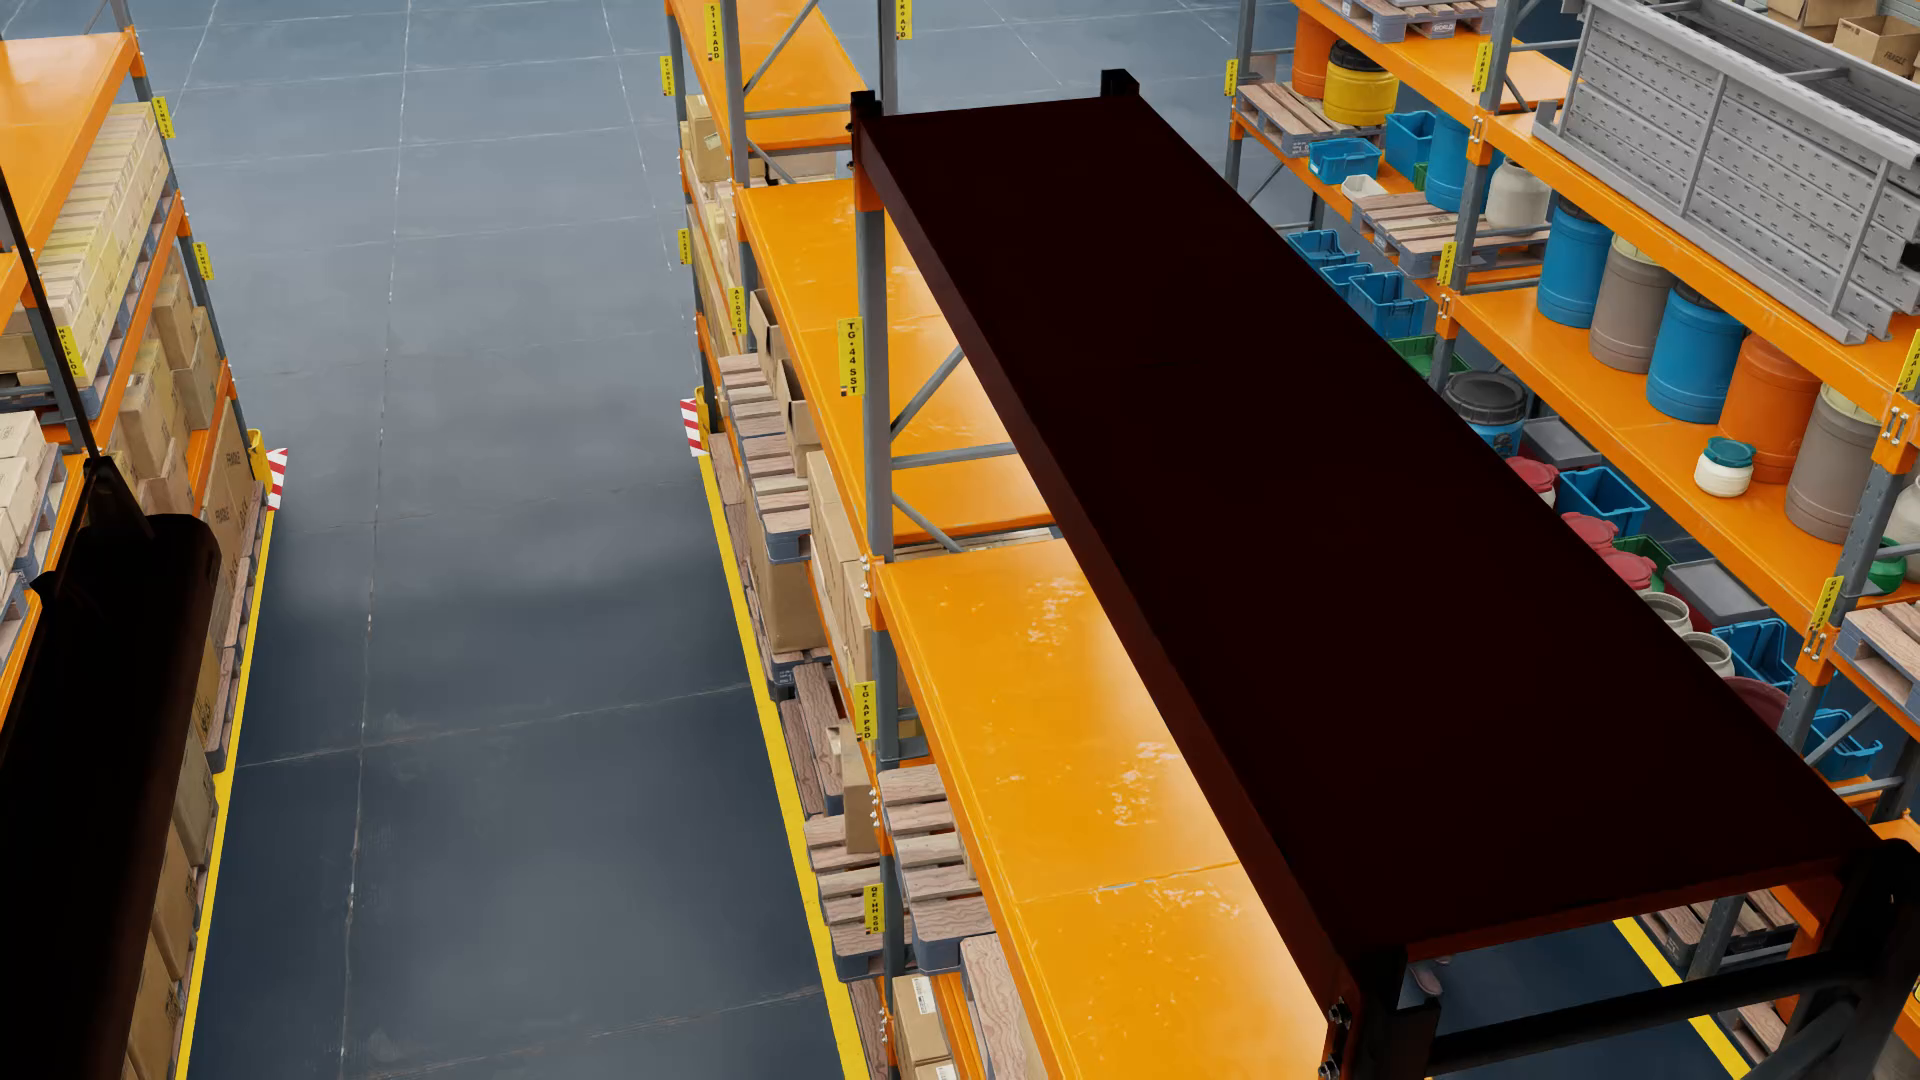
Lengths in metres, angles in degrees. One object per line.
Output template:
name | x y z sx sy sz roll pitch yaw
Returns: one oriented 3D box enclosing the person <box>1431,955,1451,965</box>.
person | 2.844 1.917 9.613 0.486 1.572 0.562 -7 35 -11
